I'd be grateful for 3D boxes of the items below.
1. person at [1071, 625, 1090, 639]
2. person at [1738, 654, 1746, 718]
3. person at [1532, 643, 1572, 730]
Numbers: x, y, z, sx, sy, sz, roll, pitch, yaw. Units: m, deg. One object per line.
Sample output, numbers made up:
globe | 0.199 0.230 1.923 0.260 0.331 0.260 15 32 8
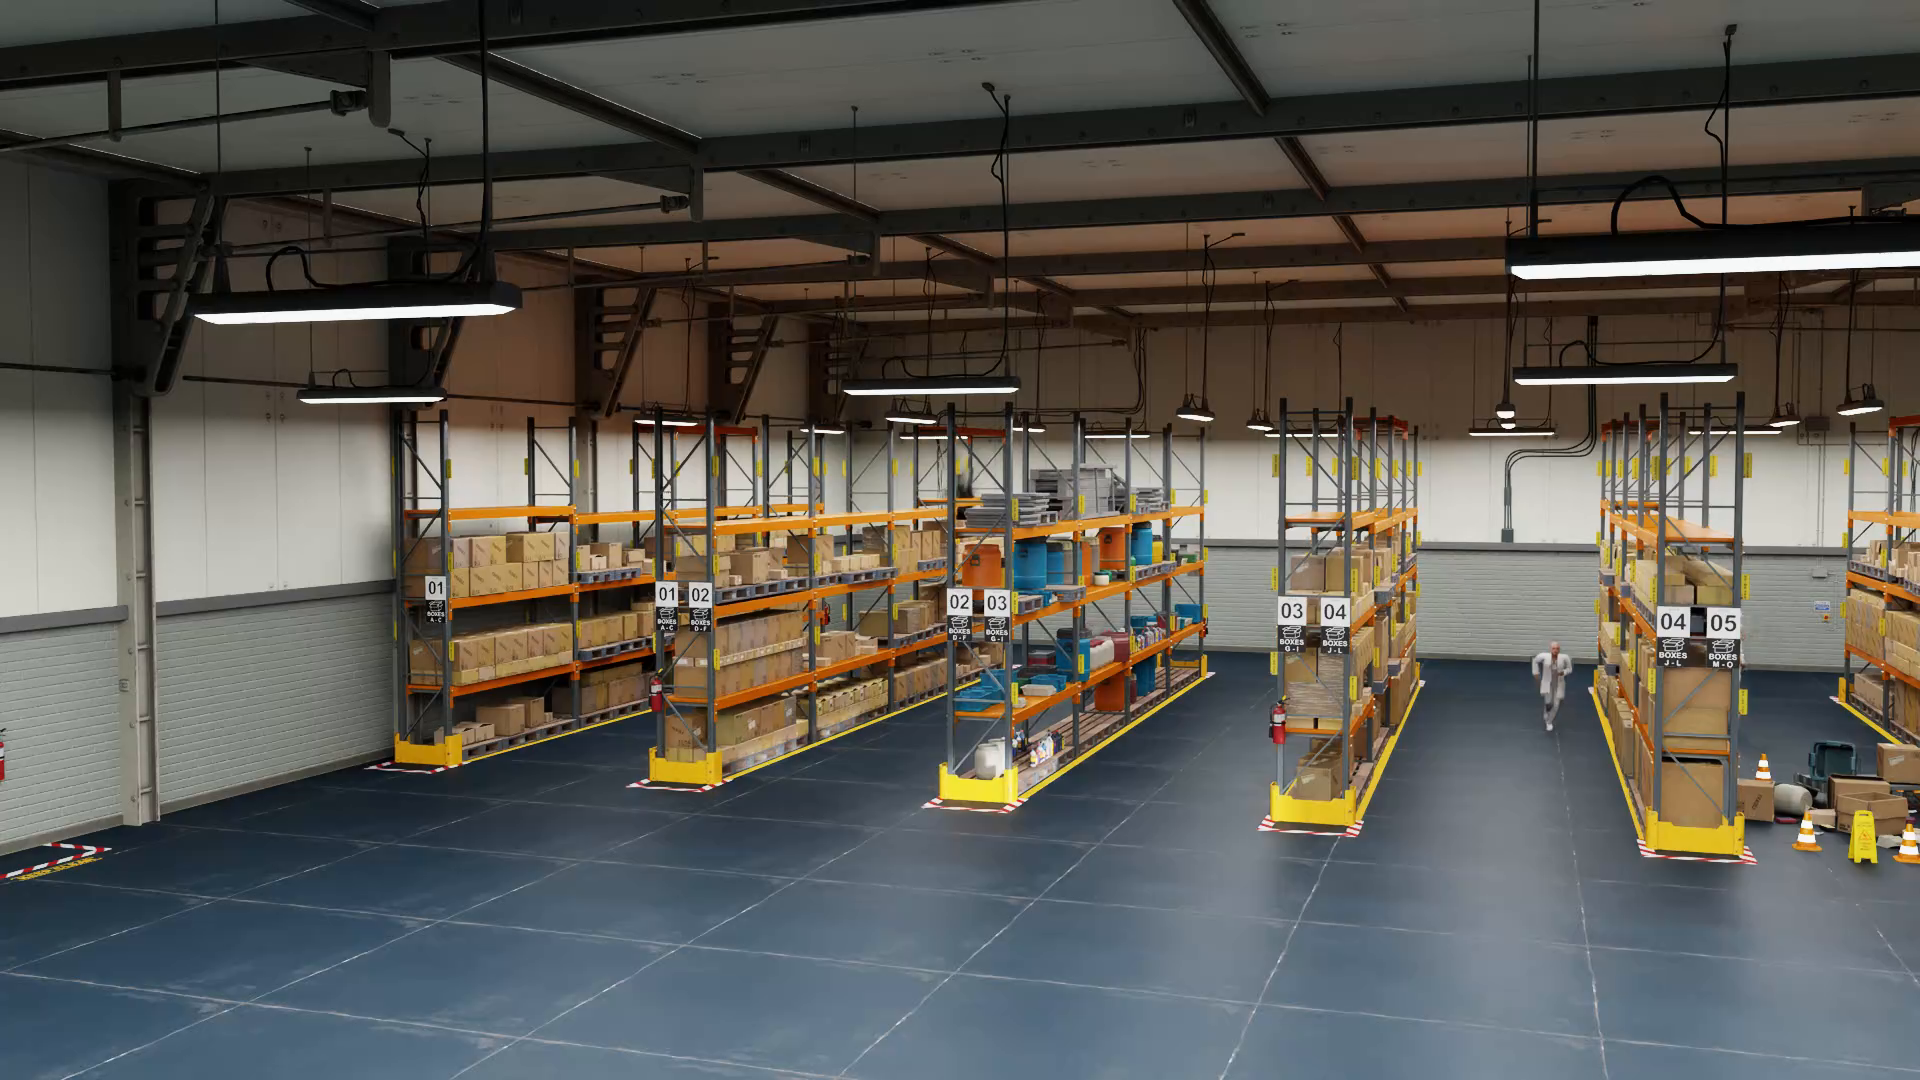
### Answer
person | 2.540 2.645 36.020 0.647 1.663 0.720 1 3 22
person | 15.022 2.756 32.543 0.672 1.790 0.814 0 2 9
person | 11.308 2.844 31.741 0.693 1.606 0.773 0 2 11
